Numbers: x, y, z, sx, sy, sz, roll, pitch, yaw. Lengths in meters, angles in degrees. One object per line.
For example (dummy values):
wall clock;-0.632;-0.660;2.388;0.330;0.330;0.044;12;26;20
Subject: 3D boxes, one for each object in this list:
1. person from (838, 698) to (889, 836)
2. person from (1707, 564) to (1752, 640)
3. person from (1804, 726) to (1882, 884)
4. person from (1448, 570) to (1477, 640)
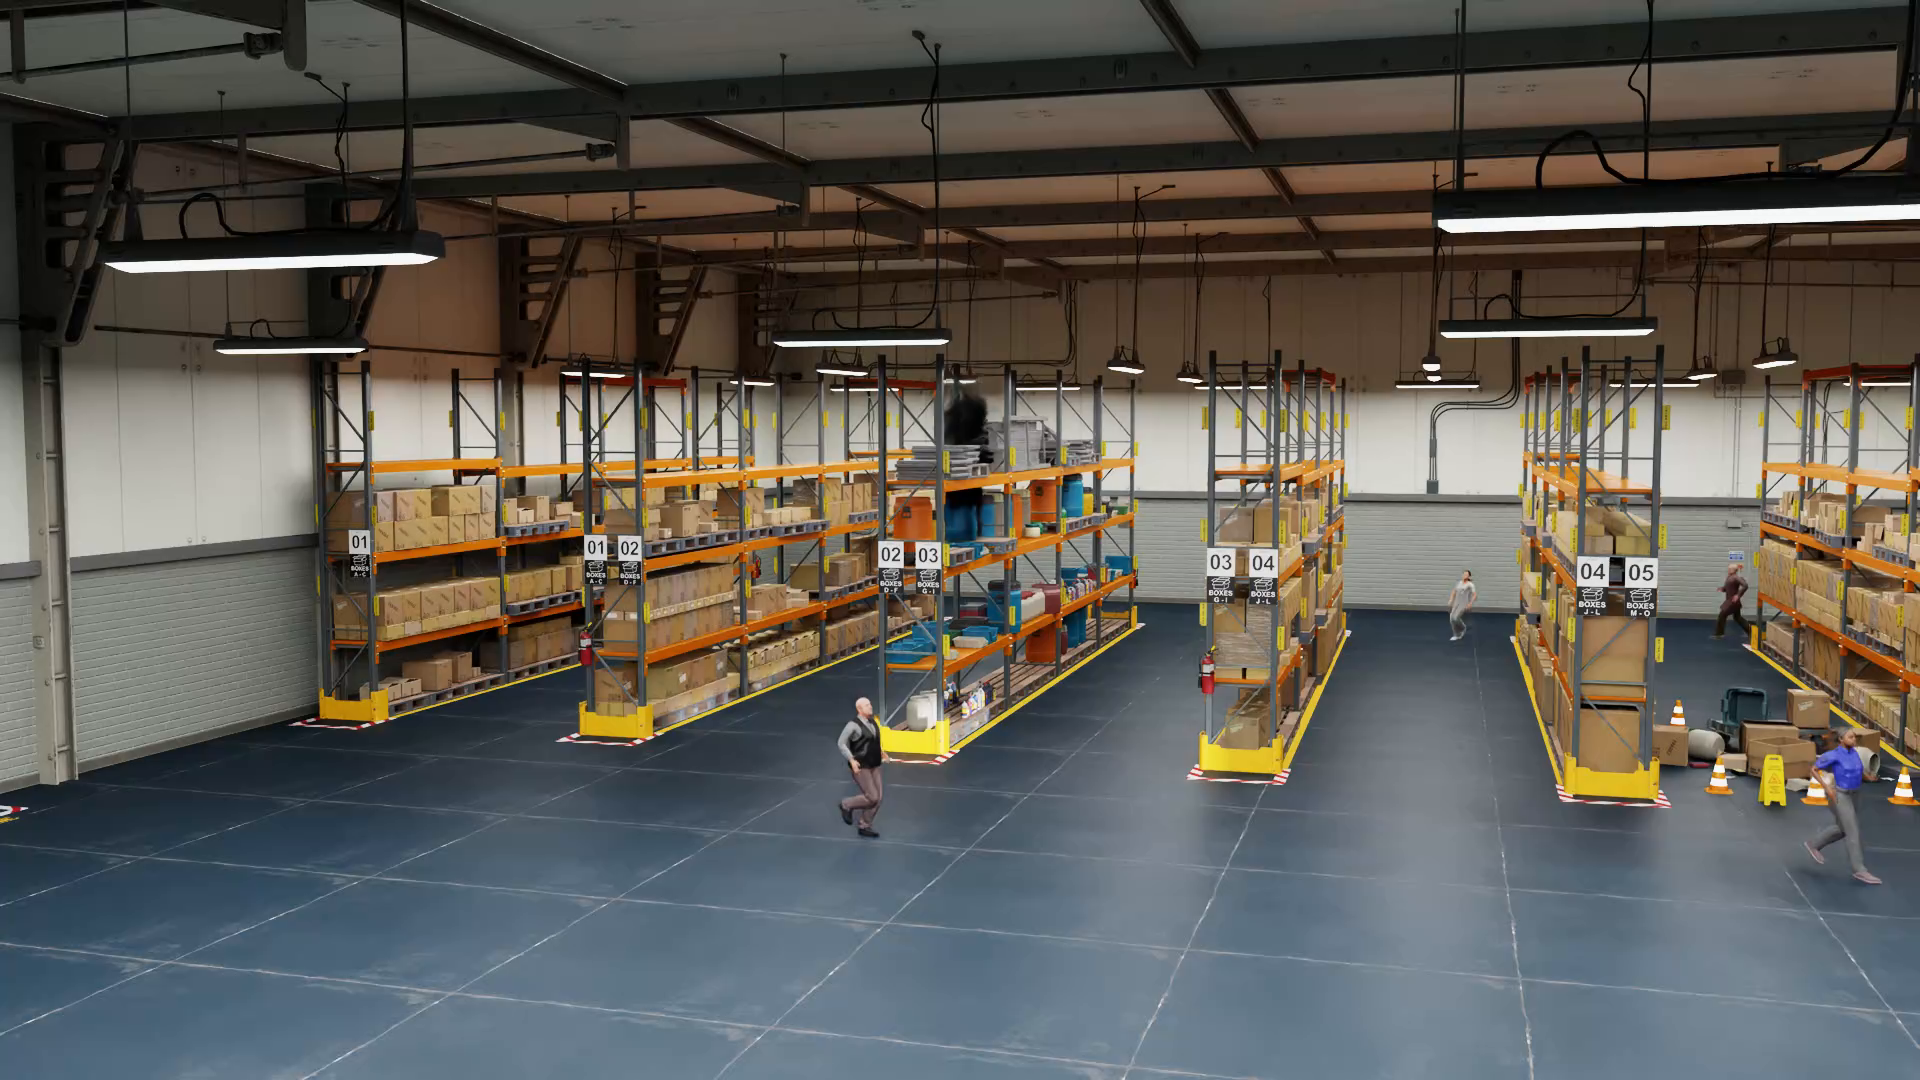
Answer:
person;-1.156;2.740;20.084;0.581;1.673;0.662;3;5;36
person;17.592;1.435;37.826;1.027;1.788;0.759;2;4;22
person;9.687;2.855;18.219;0.577;1.642;0.923;-2;5;-31
person;11.437;1.490;37.985;0.512;1.621;0.618;-2;5;-31
